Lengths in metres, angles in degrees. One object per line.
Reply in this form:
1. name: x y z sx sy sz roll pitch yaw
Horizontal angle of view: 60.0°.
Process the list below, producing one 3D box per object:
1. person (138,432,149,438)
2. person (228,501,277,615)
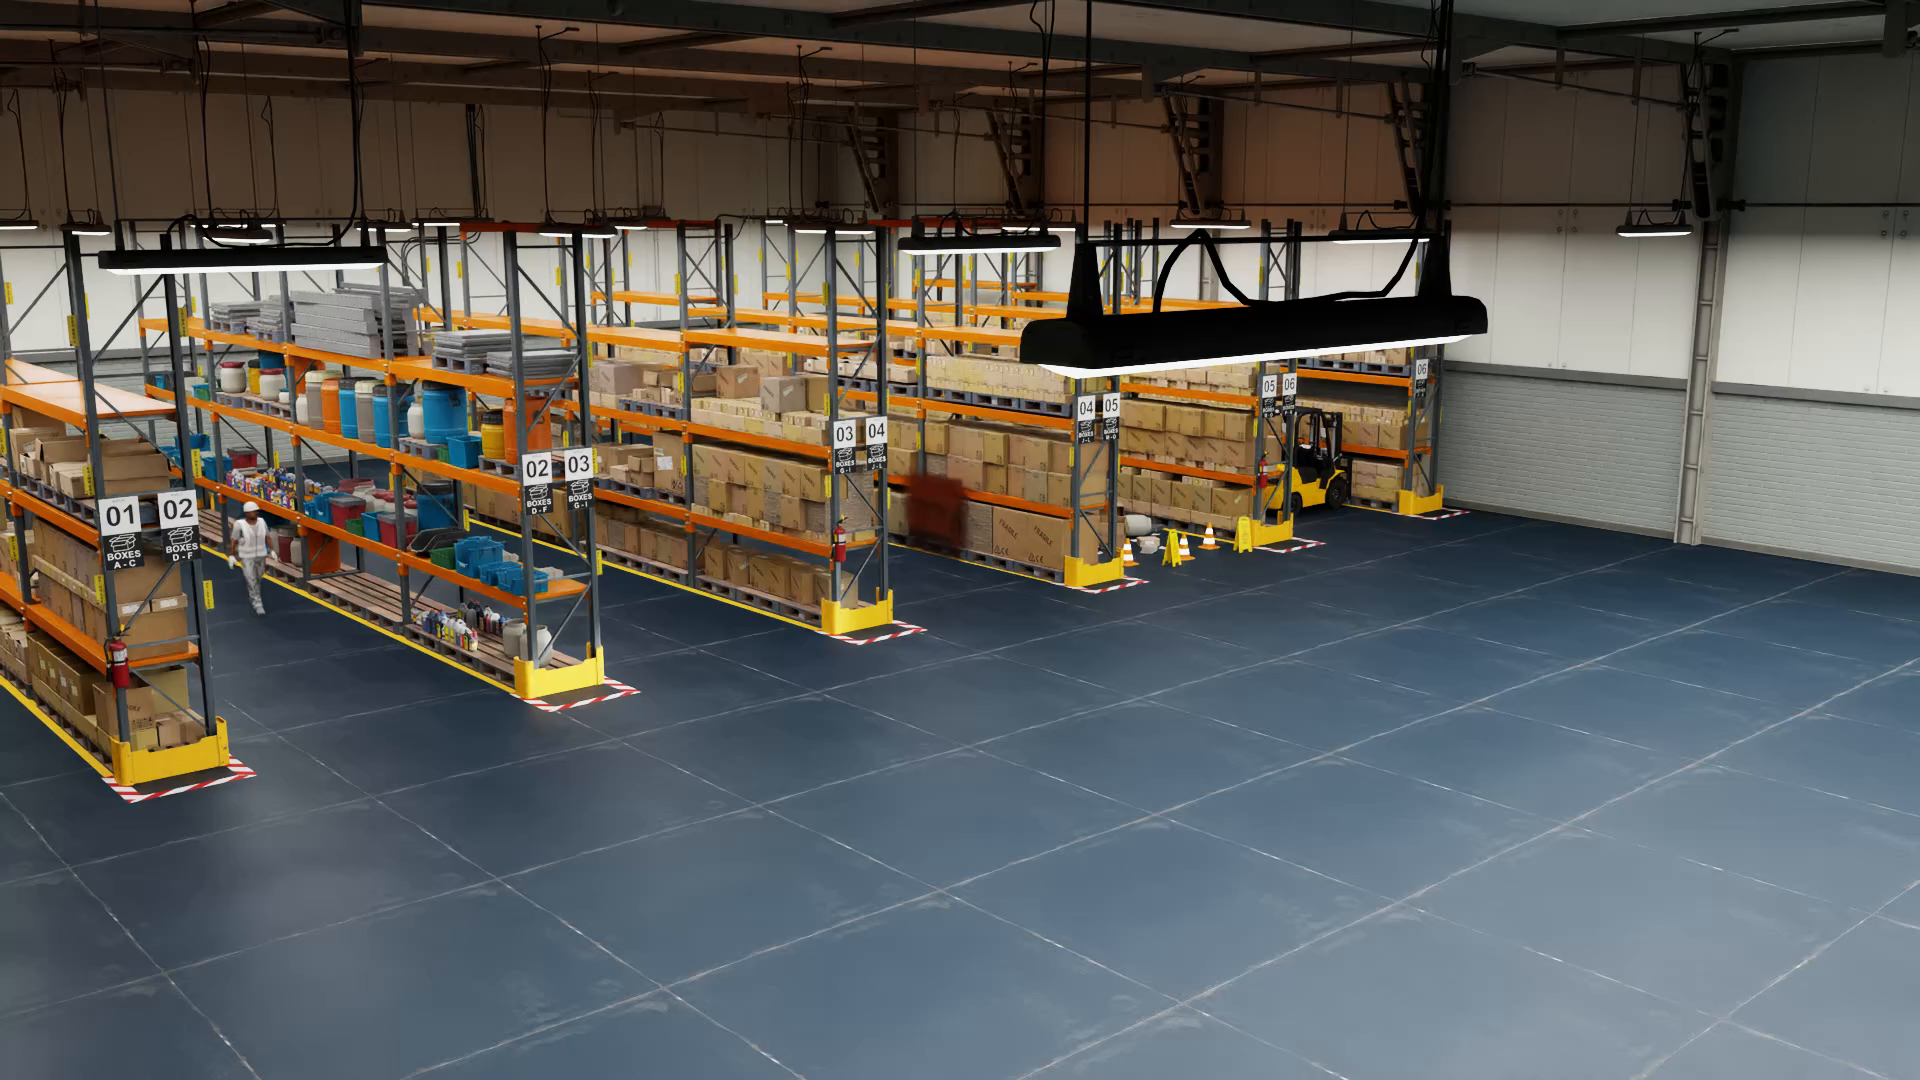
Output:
1. person: -17.235 -1.504 35.193 0.419 1.590 0.428 1 11 3
2. person: -11.092 0.252 26.104 0.694 1.719 1.039 -10 15 -40
